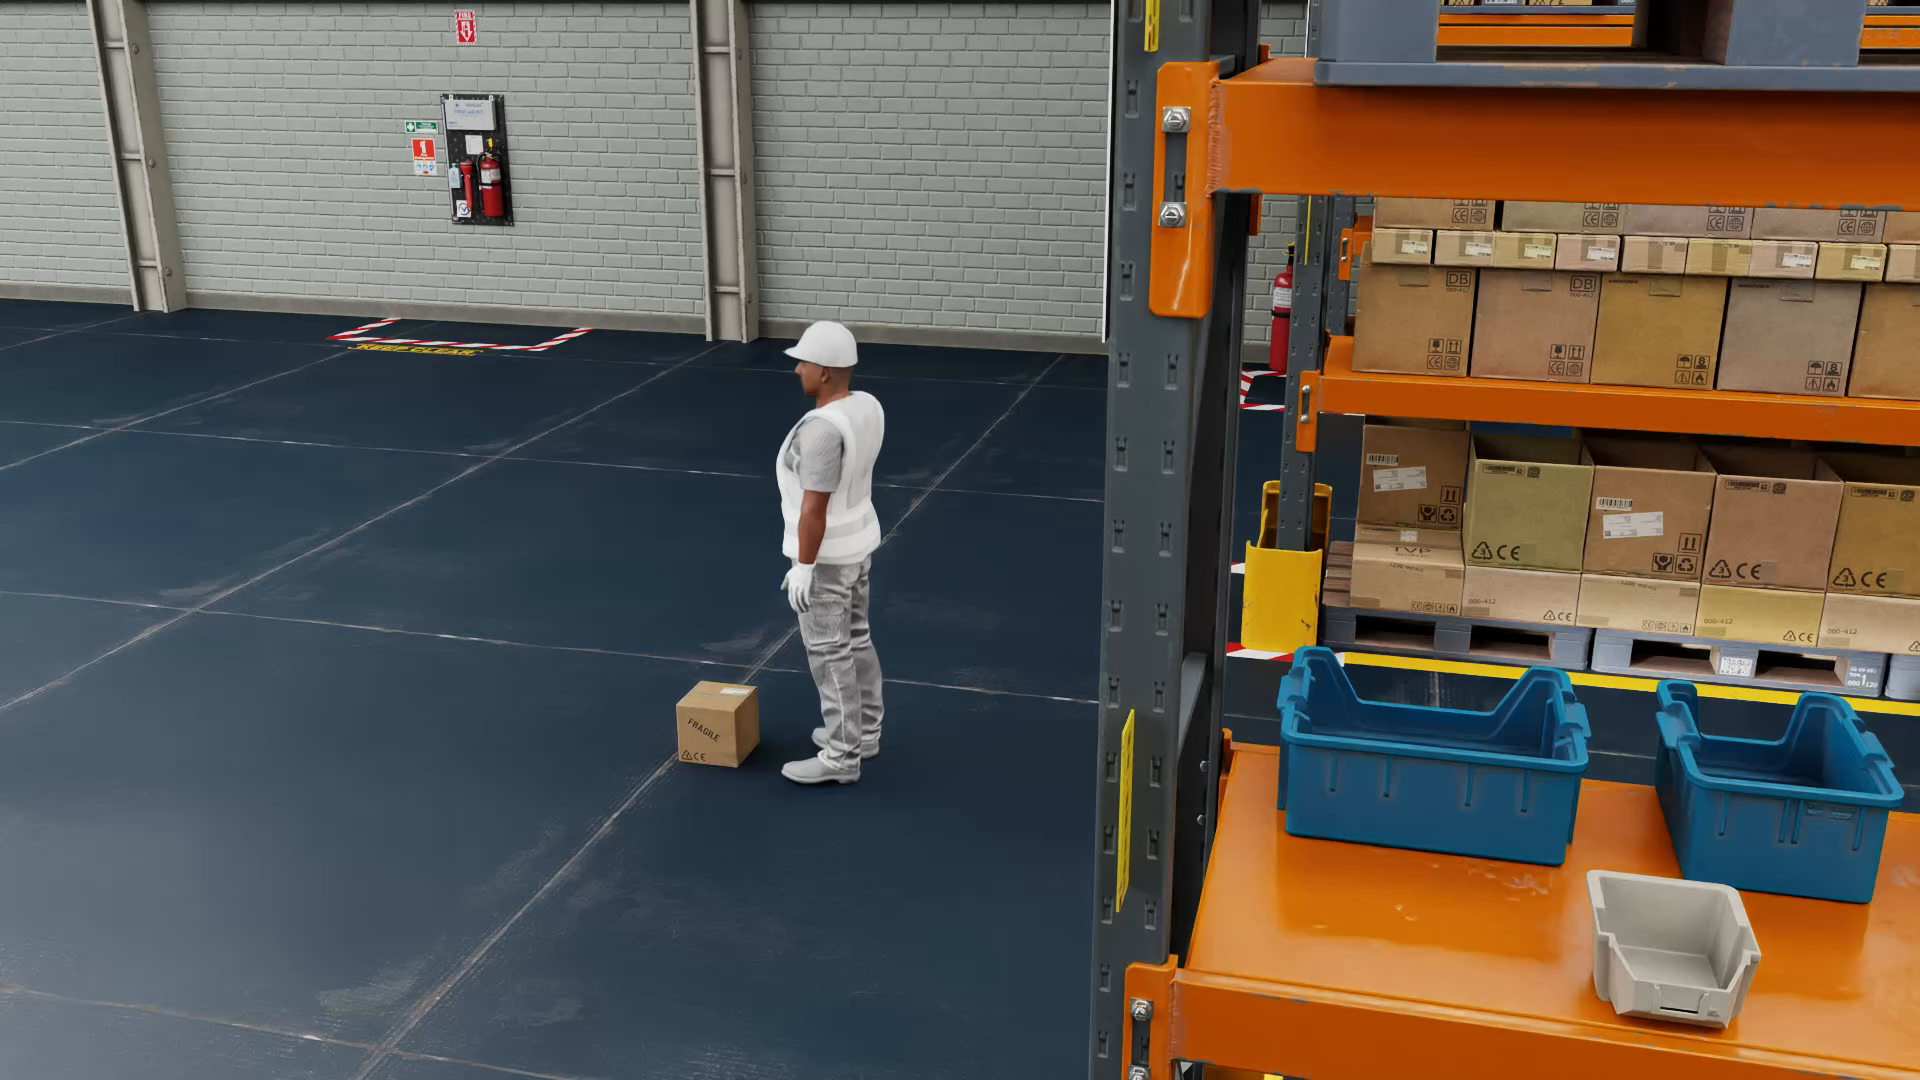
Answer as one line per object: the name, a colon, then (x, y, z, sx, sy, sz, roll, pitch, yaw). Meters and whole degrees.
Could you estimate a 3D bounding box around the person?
person: (-0.496, 0.052, 6.345, 0.347, 1.786, 0.550, 5, 19, 16)
